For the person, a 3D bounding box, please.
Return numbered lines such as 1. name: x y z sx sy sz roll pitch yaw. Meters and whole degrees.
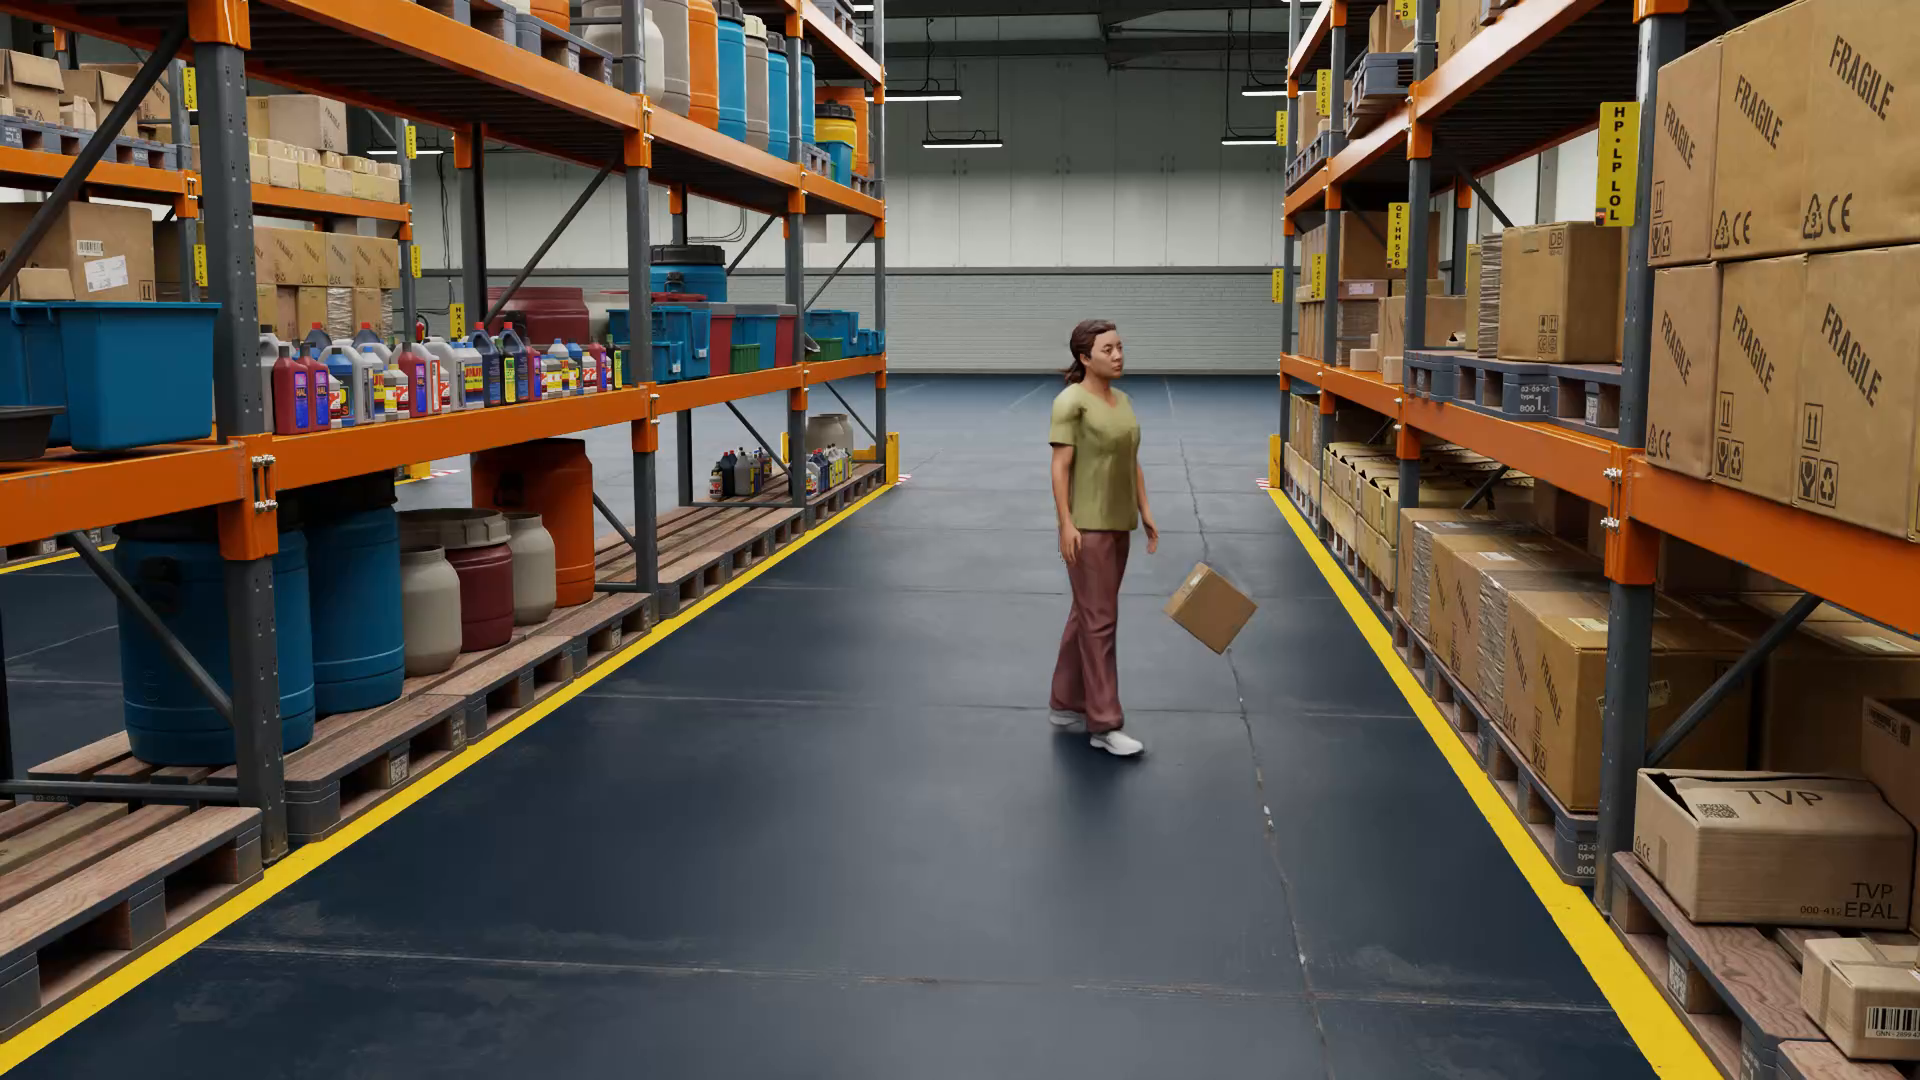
1. person: 0.562 -0.030 6.516 0.607 1.667 0.544 7 10 40
